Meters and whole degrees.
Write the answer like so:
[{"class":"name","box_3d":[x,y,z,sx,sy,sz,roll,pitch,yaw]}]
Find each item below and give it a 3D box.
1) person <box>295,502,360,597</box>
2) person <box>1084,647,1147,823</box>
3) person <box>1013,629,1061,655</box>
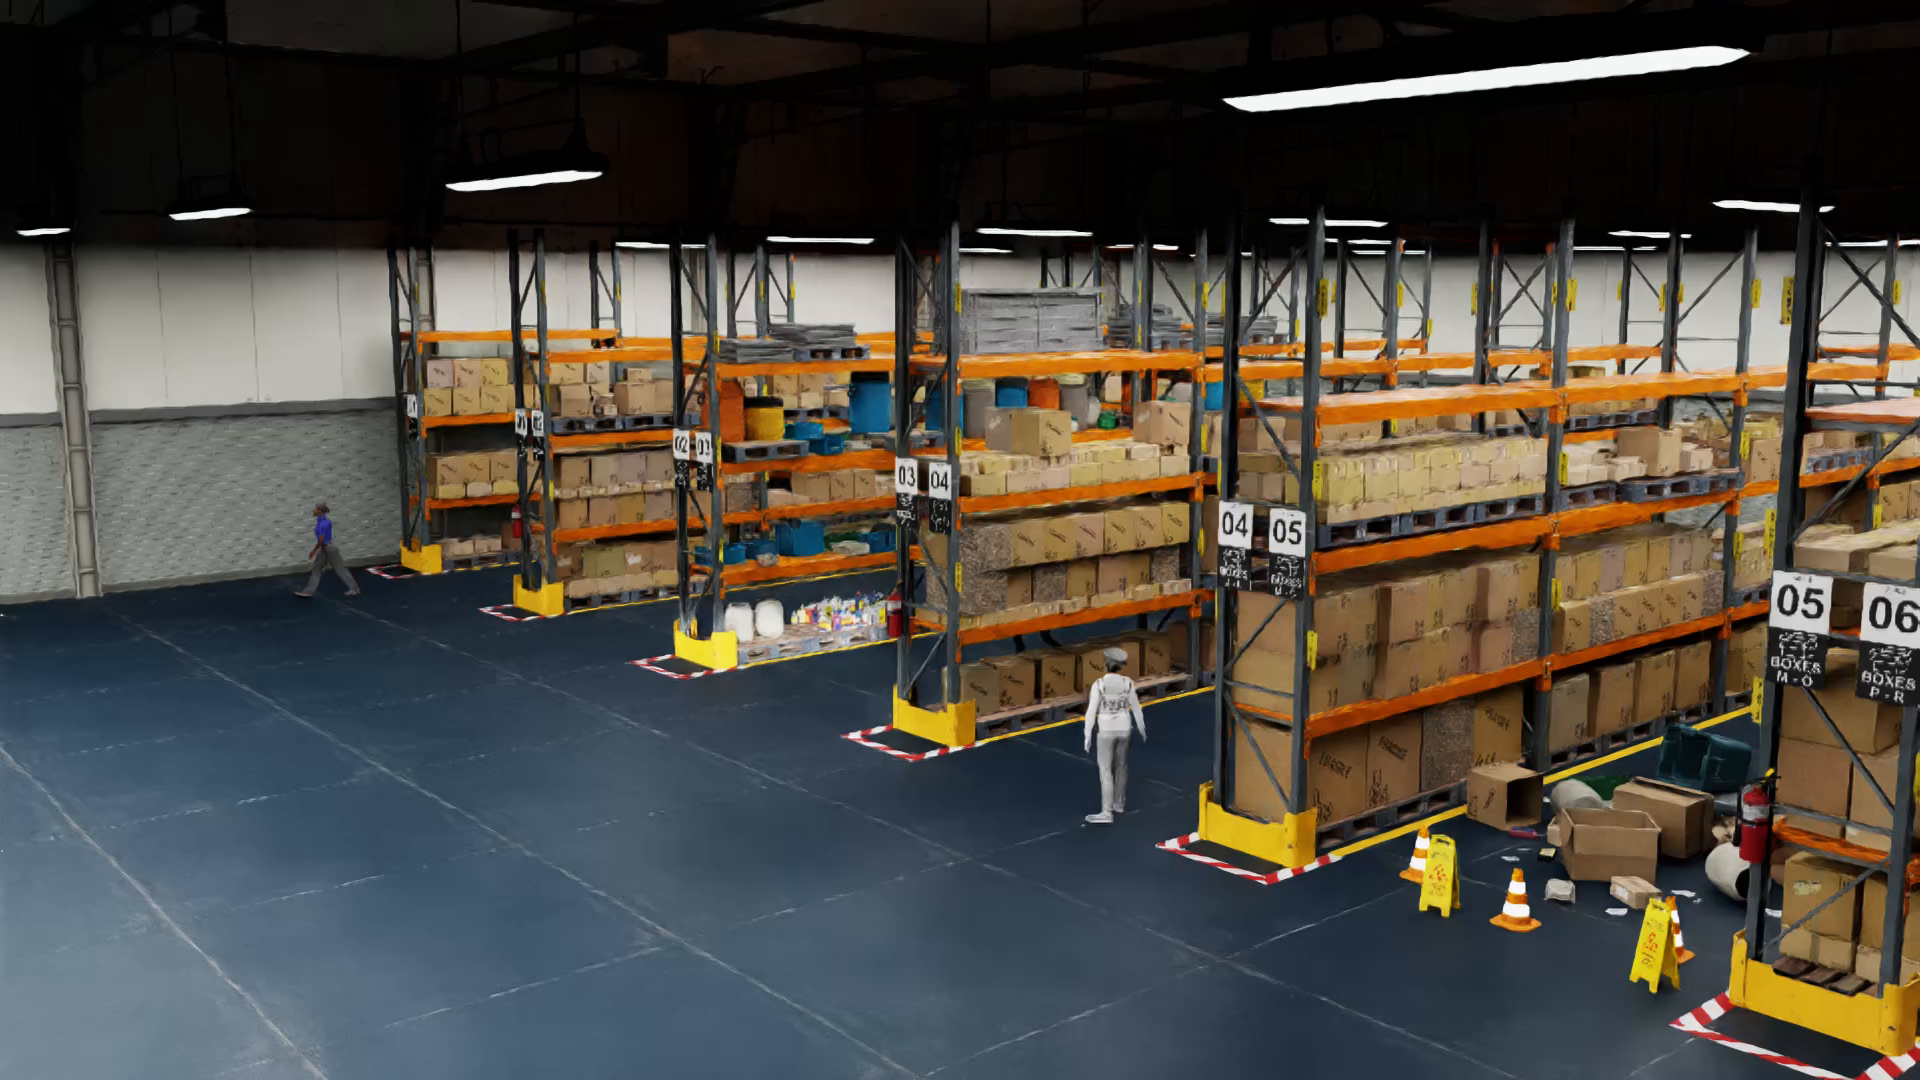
[{"class":"person","box_3d":[-10.477,0.157,27.455,1.000,1.587,0.443,-5,10,-31]},{"class":"person","box_3d":[1.489,1.862,16.163,0.662,1.668,0.576,-3,9,-19]},{"class":"person","box_3d":[1.045,0.985,22.315,0.866,1.531,0.461,-3,9,-18]}]
